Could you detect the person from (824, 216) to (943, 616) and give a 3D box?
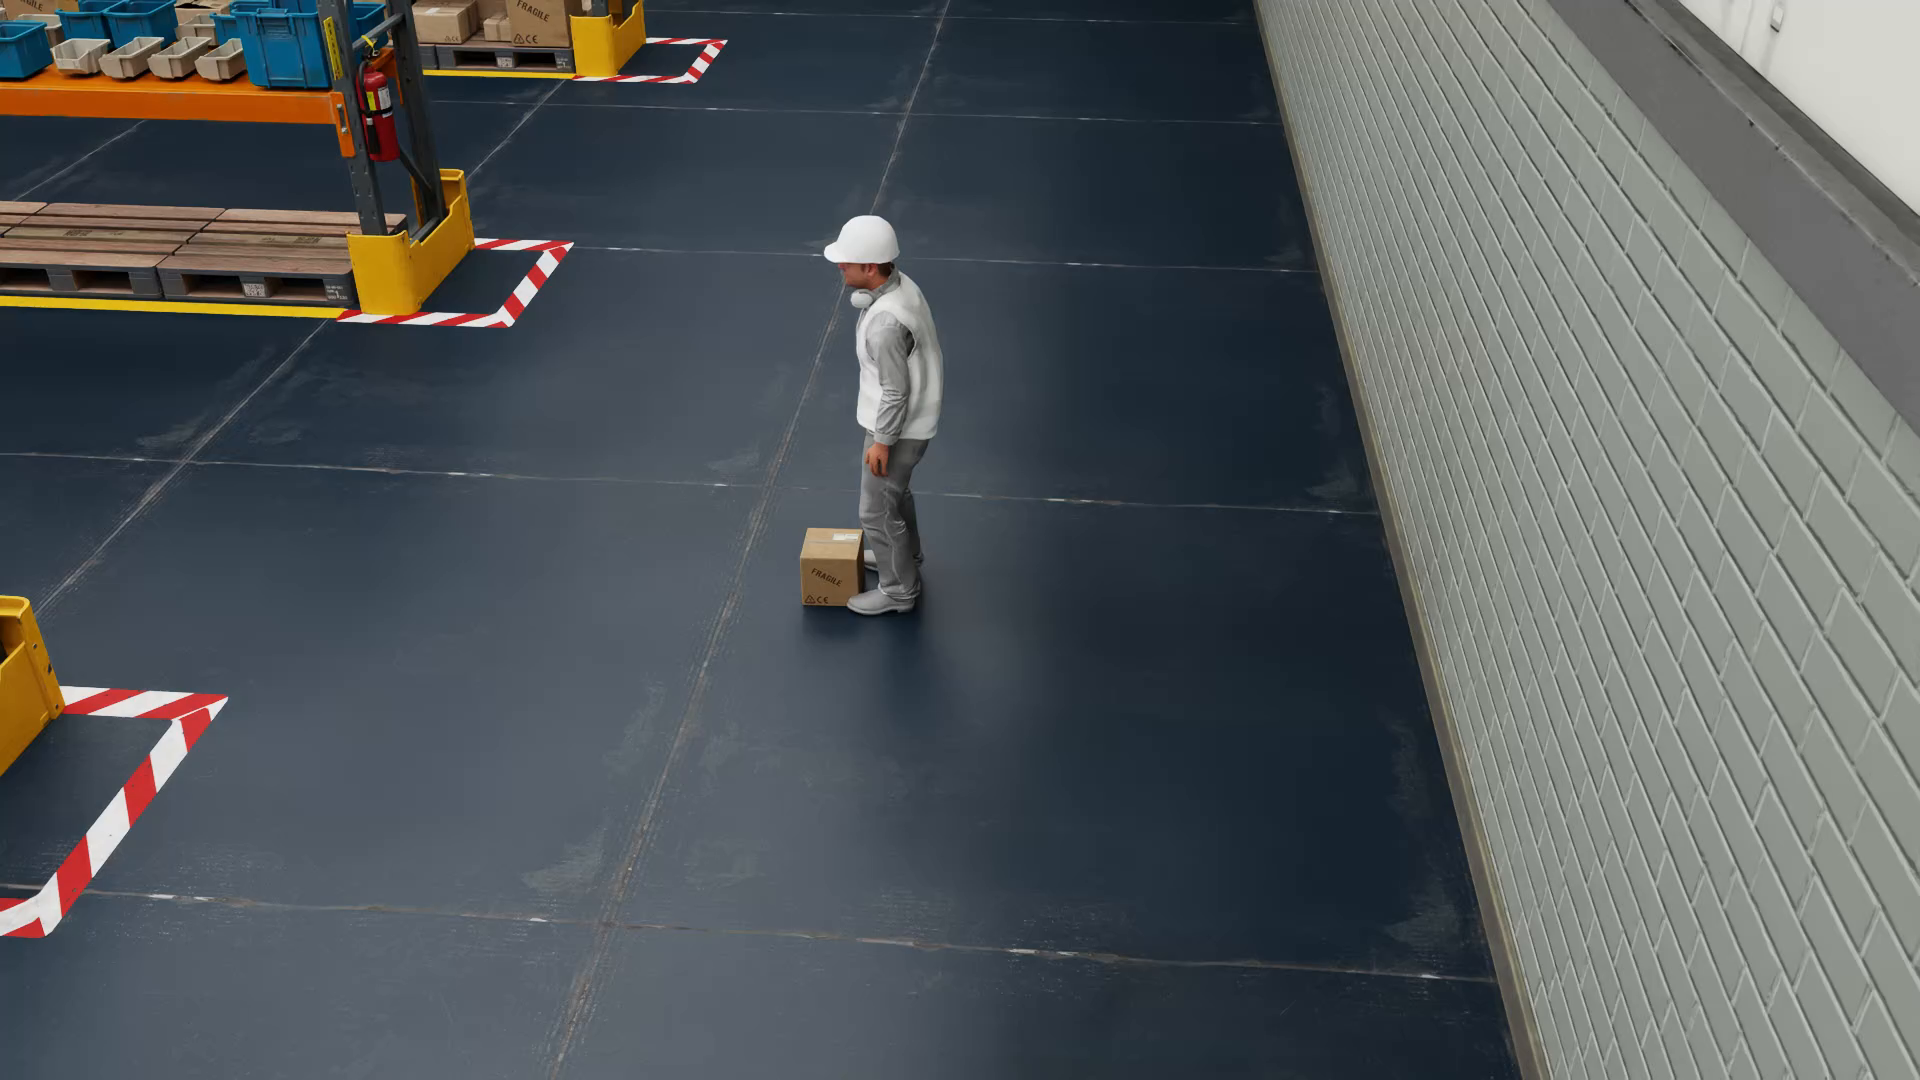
[{"bbox_3d":[-0.301,-0.515,6.943,0.464,1.771,0.593,1,32,1],"label":"person"}]
